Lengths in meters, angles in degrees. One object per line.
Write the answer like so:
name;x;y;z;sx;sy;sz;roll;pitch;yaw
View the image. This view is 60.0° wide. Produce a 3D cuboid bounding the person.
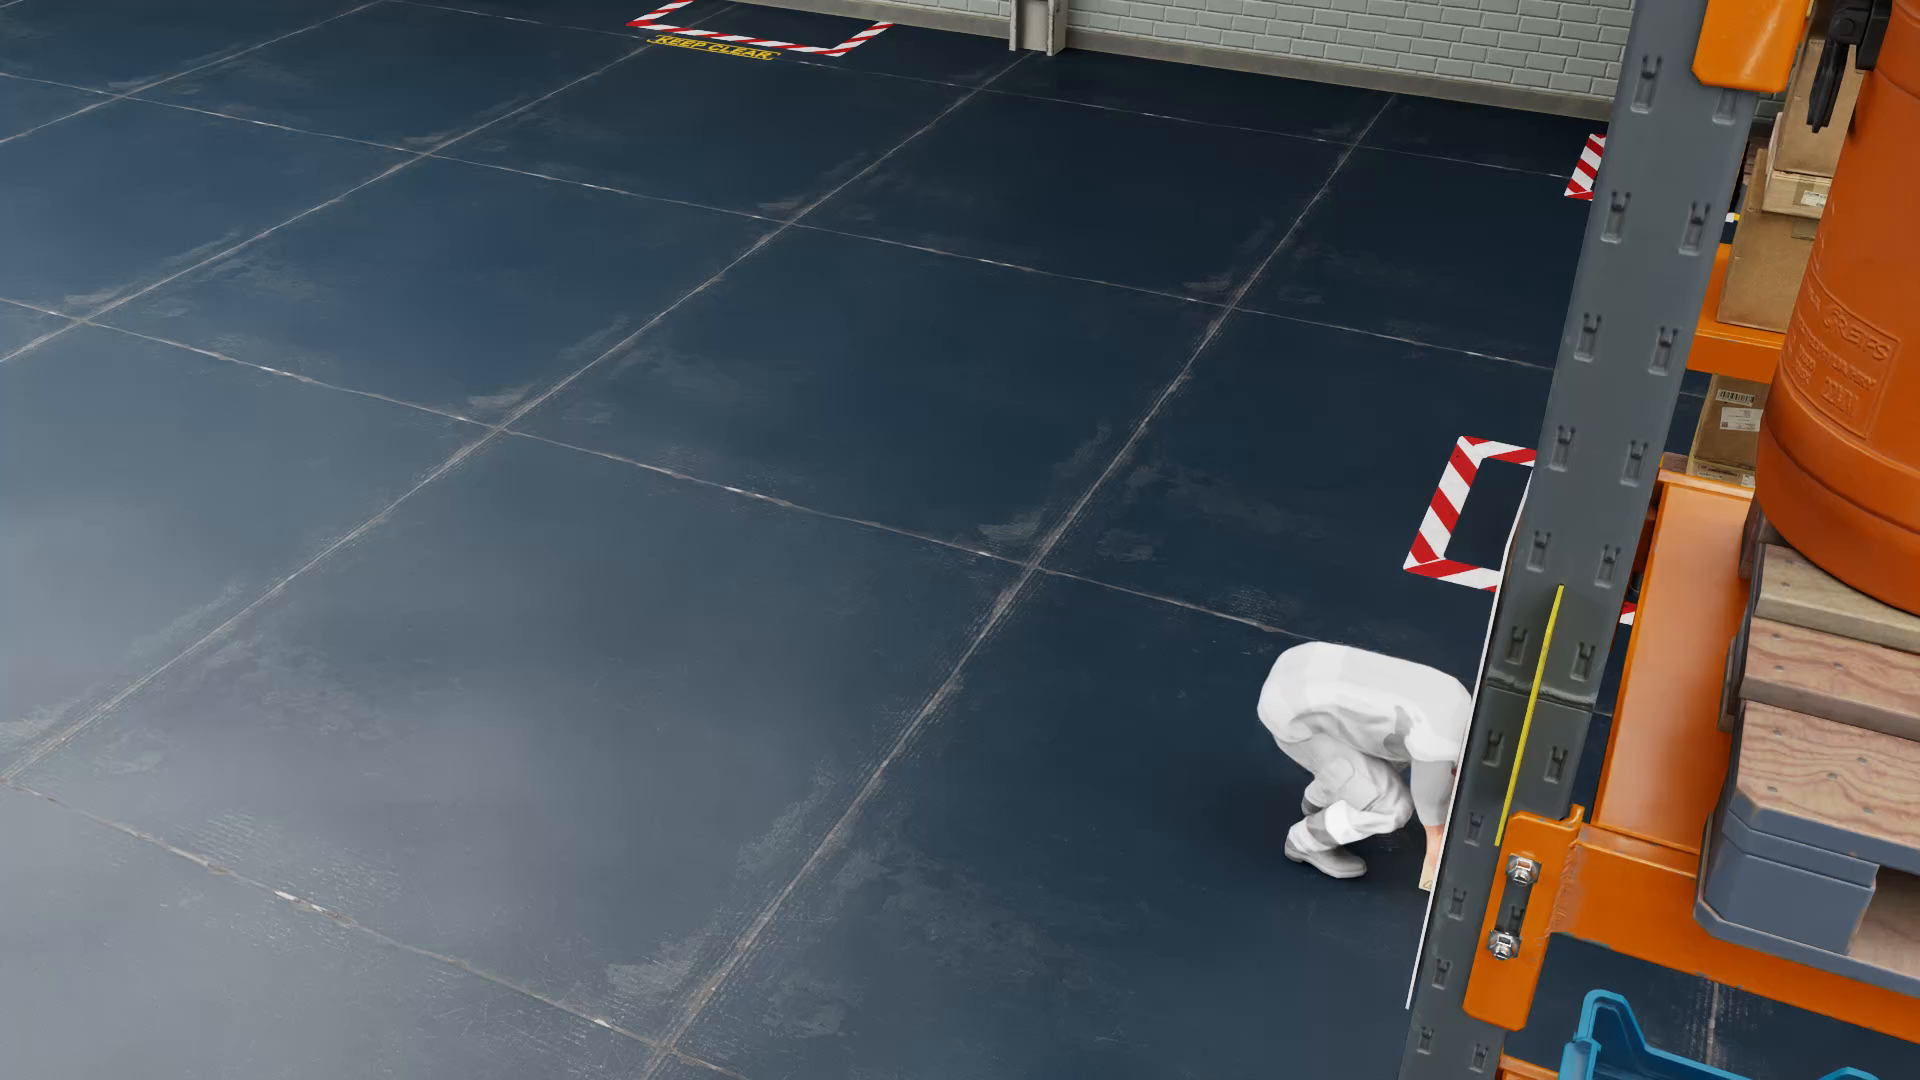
person;1.518;0.801;5.810;0.955;0.842;0.530;13;36;19
